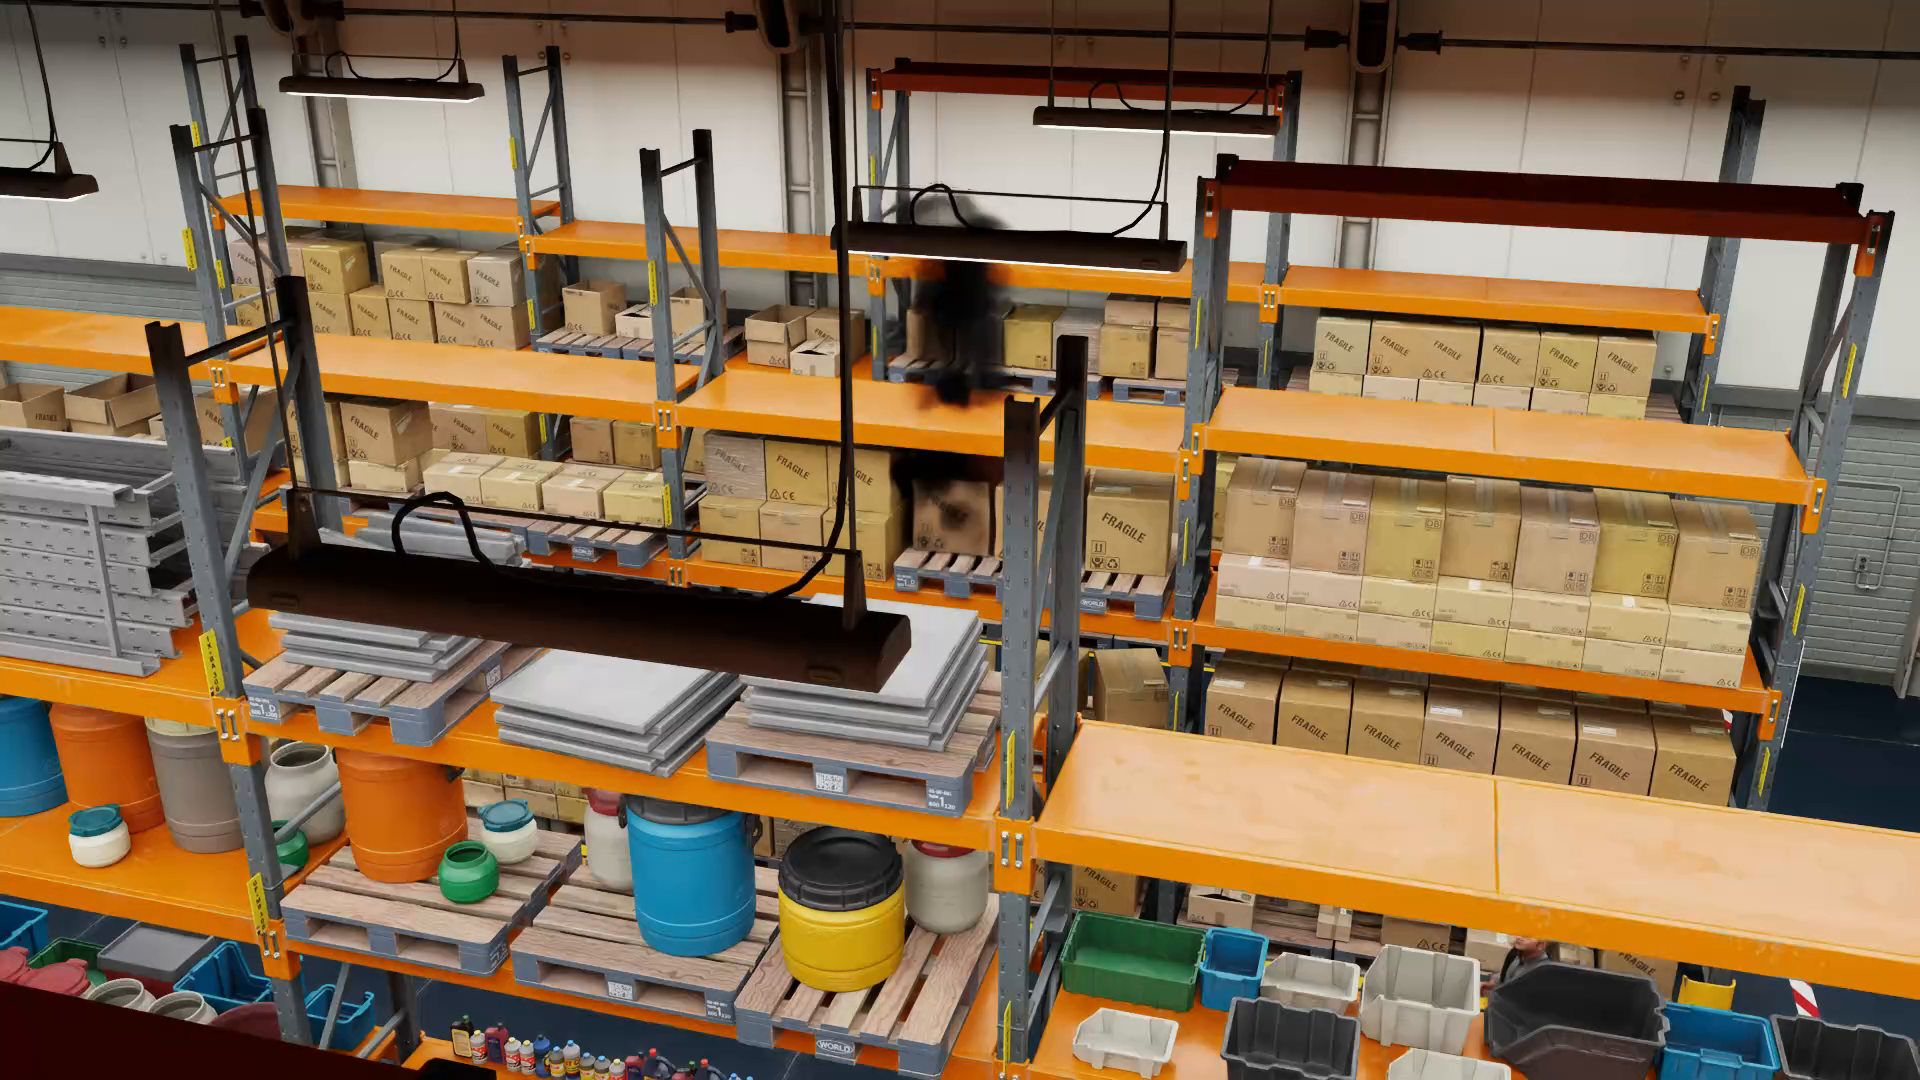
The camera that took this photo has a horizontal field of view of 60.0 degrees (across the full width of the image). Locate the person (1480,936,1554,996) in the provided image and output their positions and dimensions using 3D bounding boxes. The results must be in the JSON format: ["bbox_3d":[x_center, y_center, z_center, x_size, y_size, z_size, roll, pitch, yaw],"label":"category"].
[{"bbox_3d":[3.655,3.197,10.889,0.605,1.690,0.649,-1,23,-2],"label":"person"}]
